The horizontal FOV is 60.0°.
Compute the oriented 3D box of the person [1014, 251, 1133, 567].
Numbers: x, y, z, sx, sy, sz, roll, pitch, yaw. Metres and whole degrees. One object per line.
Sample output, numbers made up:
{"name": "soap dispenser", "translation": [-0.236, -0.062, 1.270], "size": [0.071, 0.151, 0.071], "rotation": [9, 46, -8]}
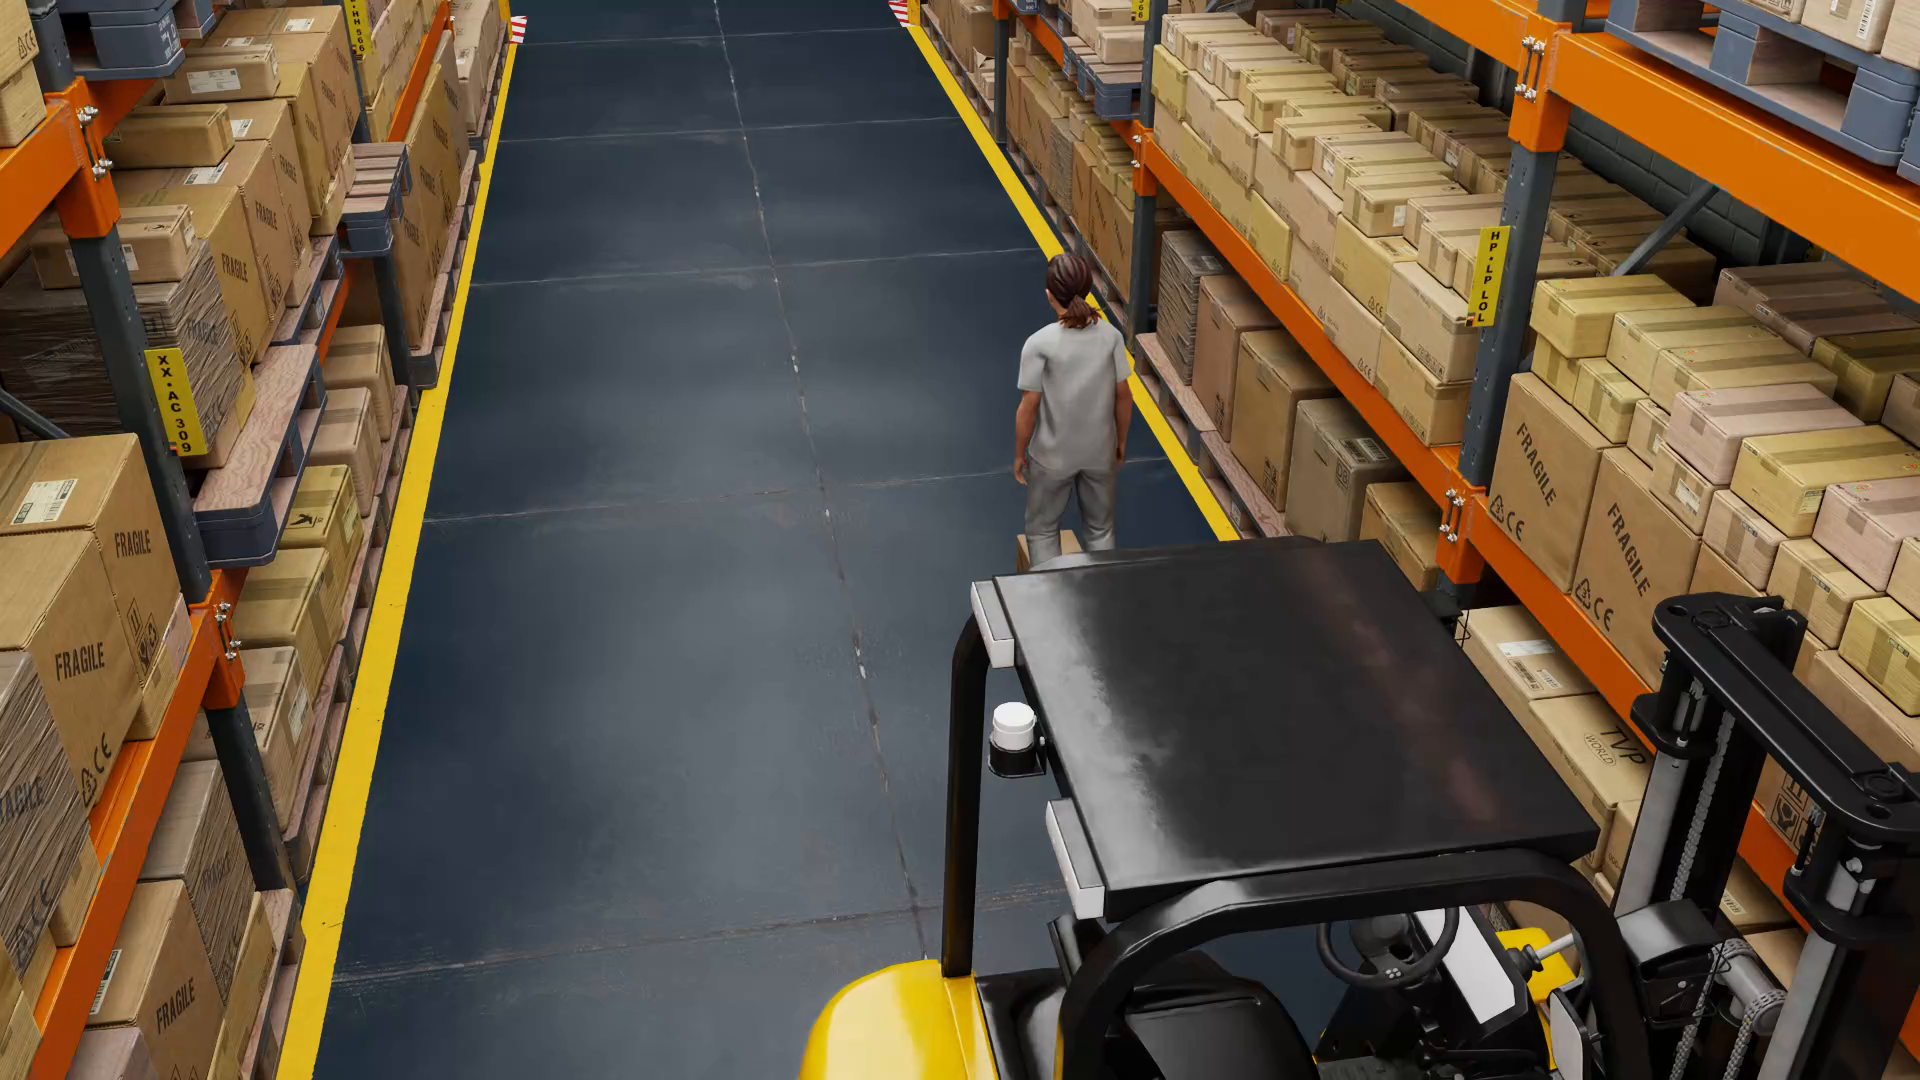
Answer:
{"name": "person", "translation": [0.453, -0.350, 6.723], "size": [0.501, 1.671, 0.358], "rotation": [-7, 31, -11]}
